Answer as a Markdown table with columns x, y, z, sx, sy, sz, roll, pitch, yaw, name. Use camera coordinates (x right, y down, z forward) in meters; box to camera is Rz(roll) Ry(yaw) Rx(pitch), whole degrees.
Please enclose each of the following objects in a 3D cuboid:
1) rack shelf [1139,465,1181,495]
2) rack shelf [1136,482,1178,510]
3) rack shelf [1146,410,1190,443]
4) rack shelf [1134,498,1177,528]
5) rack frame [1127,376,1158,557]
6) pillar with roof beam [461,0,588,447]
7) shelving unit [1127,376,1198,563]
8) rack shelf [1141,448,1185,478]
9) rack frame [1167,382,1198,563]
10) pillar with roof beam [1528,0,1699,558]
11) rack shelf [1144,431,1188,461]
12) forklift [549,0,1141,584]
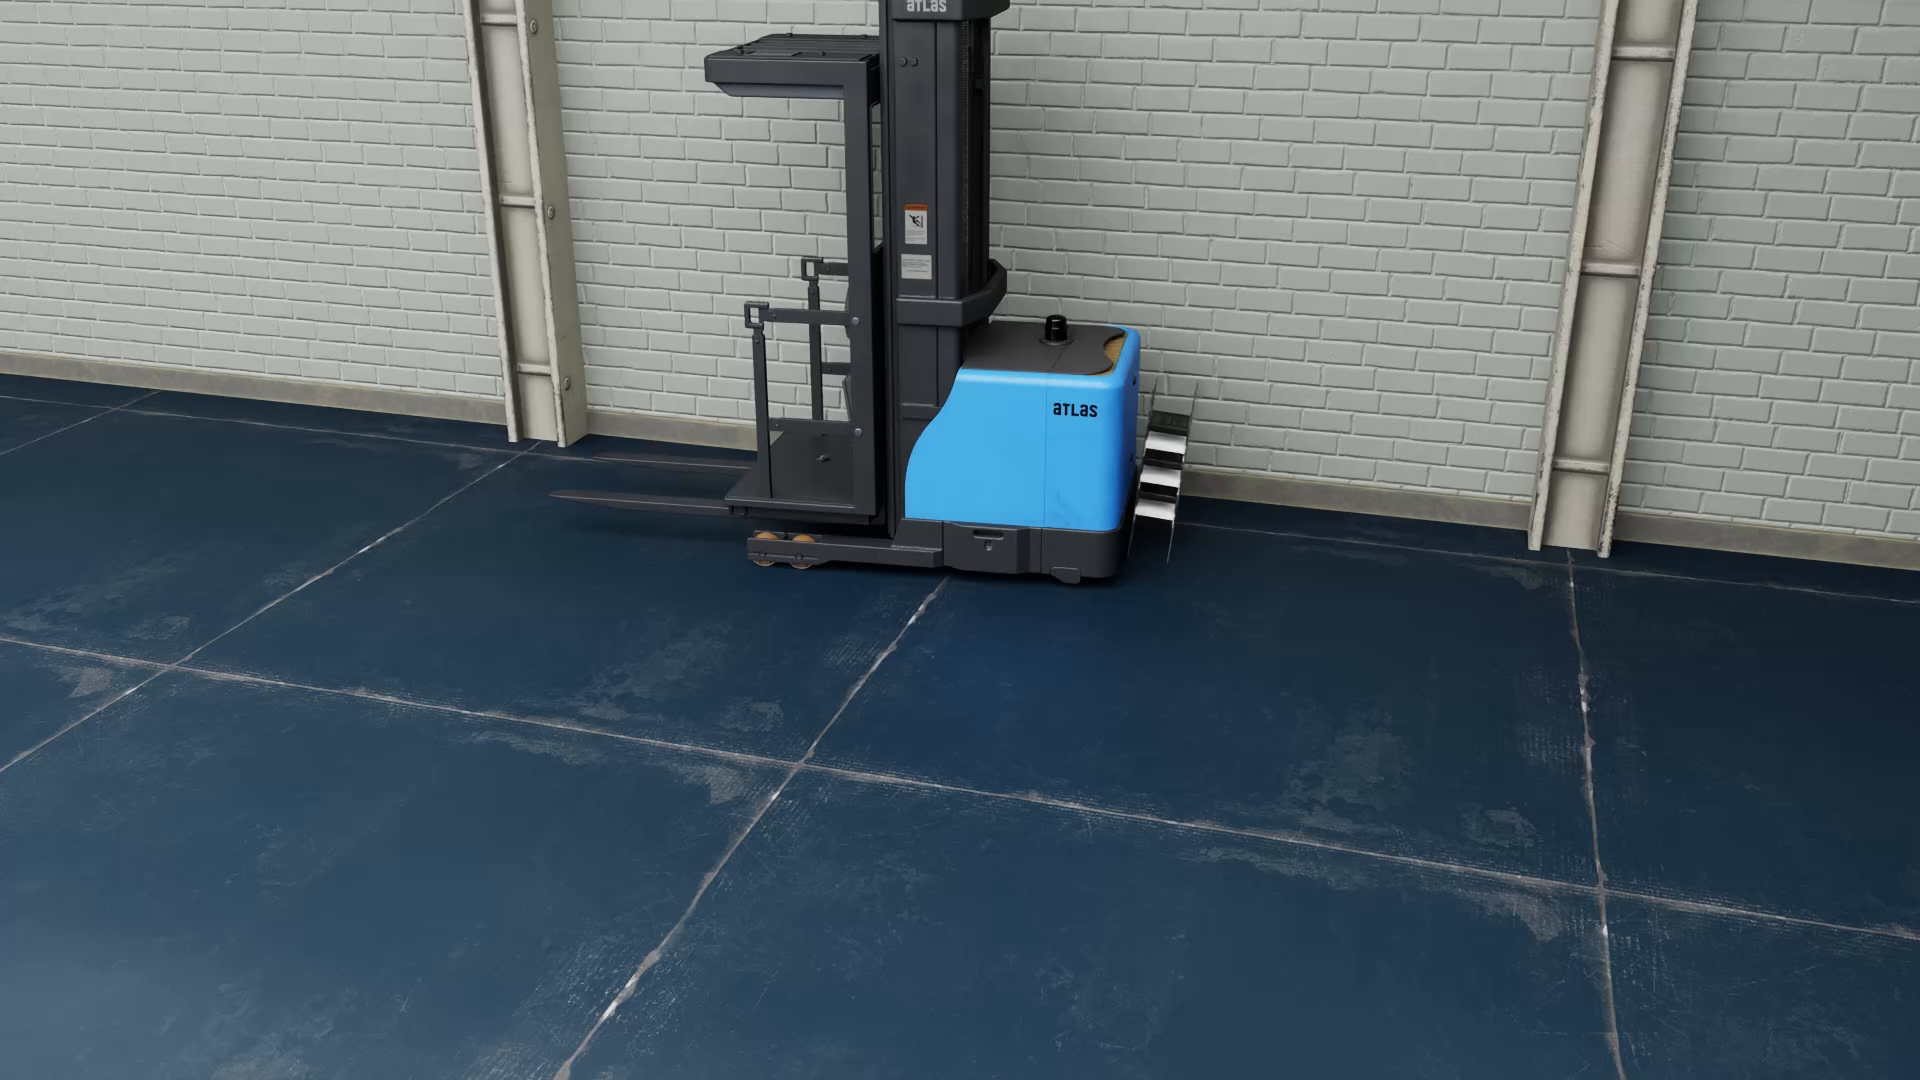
| x | y | z | sx | sy | sz | roll | pitch | yaw | name |
| --- | --- | --- | --- | --- | --- | --- | --- | --- | --- |
| 1.021 | -0.323 | 8.437 | 0.200 | 0.077 | 0.258 | 10 | 24 | 8 | rack shelf |
| 1.012 | -0.241 | 8.473 | 0.200 | 0.077 | 0.258 | 10 | 24 | 8 | rack shelf |
| 1.048 | -0.570 | 8.331 | 0.200 | 0.077 | 0.258 | 10 | 24 | 8 | rack shelf |
| 1.004 | -0.159 | 8.509 | 0.200 | 0.077 | 0.258 | 10 | 24 | 8 | rack shelf |
| 0.925 | -0.370 | 8.438 | 0.006 | 0.900 | 0.240 | 10 | 24 | 8 | rack frame |
| -3.795 | -3.243 | 4.818 | 0.400 | 9.000 | 9.100 | 7 | 23 | 16 | pillar with roof beam |
| 1.025 | -0.354 | 8.424 | 0.210 | 0.900 | 0.258 | 10 | 24 | 8 | shelving unit |
| 1.030 | -0.406 | 8.402 | 0.200 | 0.077 | 0.258 | 10 | 24 | 8 | rack shelf |
| 1.124 | -0.337 | 8.410 | 0.006 | 0.900 | 0.240 | 10 | 24 | 8 | rack frame |
| 1.950 | -2.585 | 3.214 | 0.400 | 9.000 | 9.100 | 7 | 23 | 16 | pillar with roof beam |
| 1.039 | -0.488 | 8.366 | 0.200 | 0.077 | 0.258 | 10 | 24 | 8 | rack shelf |
| -0.619 | -1.401 | 8.324 | 3.031 | 2.935 | 1.130 | 4 | 23 | 10 | forklift |
